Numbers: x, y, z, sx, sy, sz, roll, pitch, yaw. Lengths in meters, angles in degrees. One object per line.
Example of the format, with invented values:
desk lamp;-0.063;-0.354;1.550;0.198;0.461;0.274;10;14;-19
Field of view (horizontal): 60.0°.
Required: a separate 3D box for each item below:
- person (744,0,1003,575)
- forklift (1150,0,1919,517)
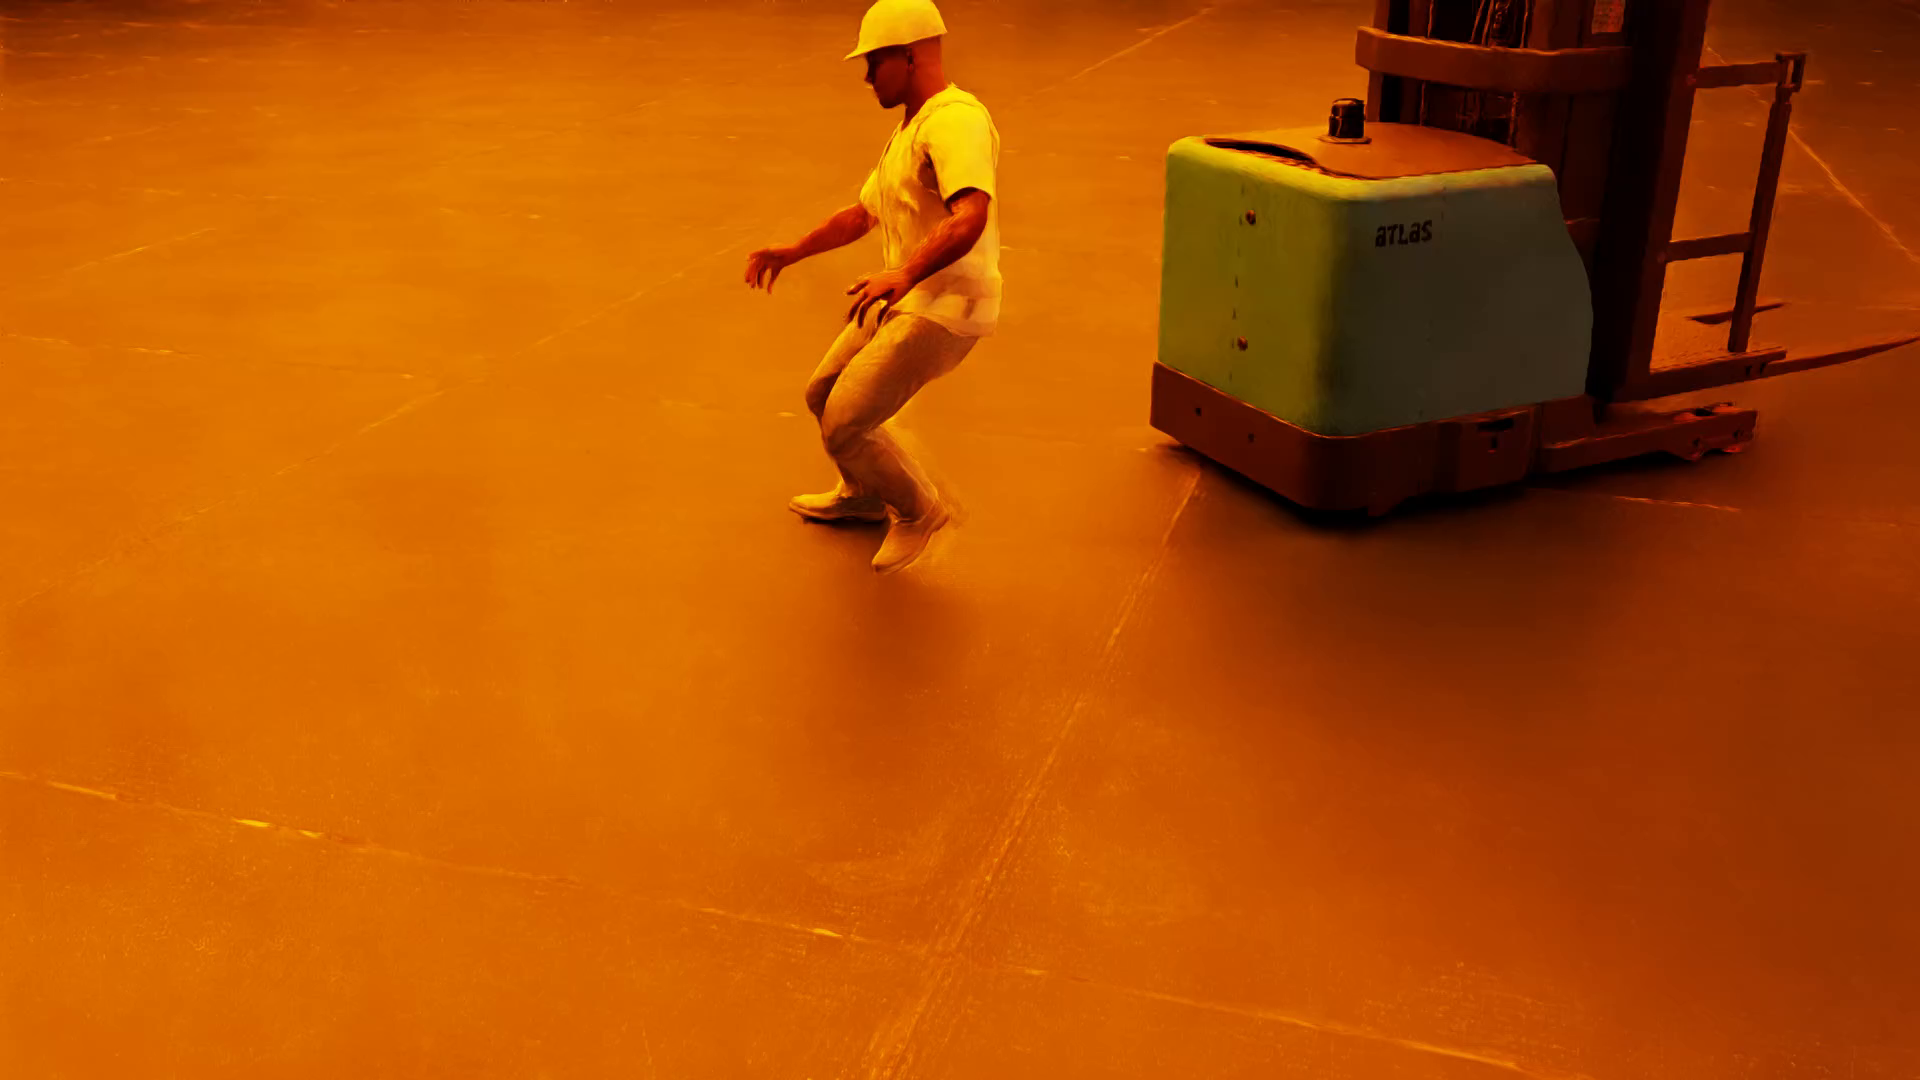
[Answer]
person;-0.228;-0.689;4.691;0.648;1.611;0.929;-6;23;-14
forklift;2.232;-1.799;5.636;3.031;2.935;1.130;-11;25;-24
